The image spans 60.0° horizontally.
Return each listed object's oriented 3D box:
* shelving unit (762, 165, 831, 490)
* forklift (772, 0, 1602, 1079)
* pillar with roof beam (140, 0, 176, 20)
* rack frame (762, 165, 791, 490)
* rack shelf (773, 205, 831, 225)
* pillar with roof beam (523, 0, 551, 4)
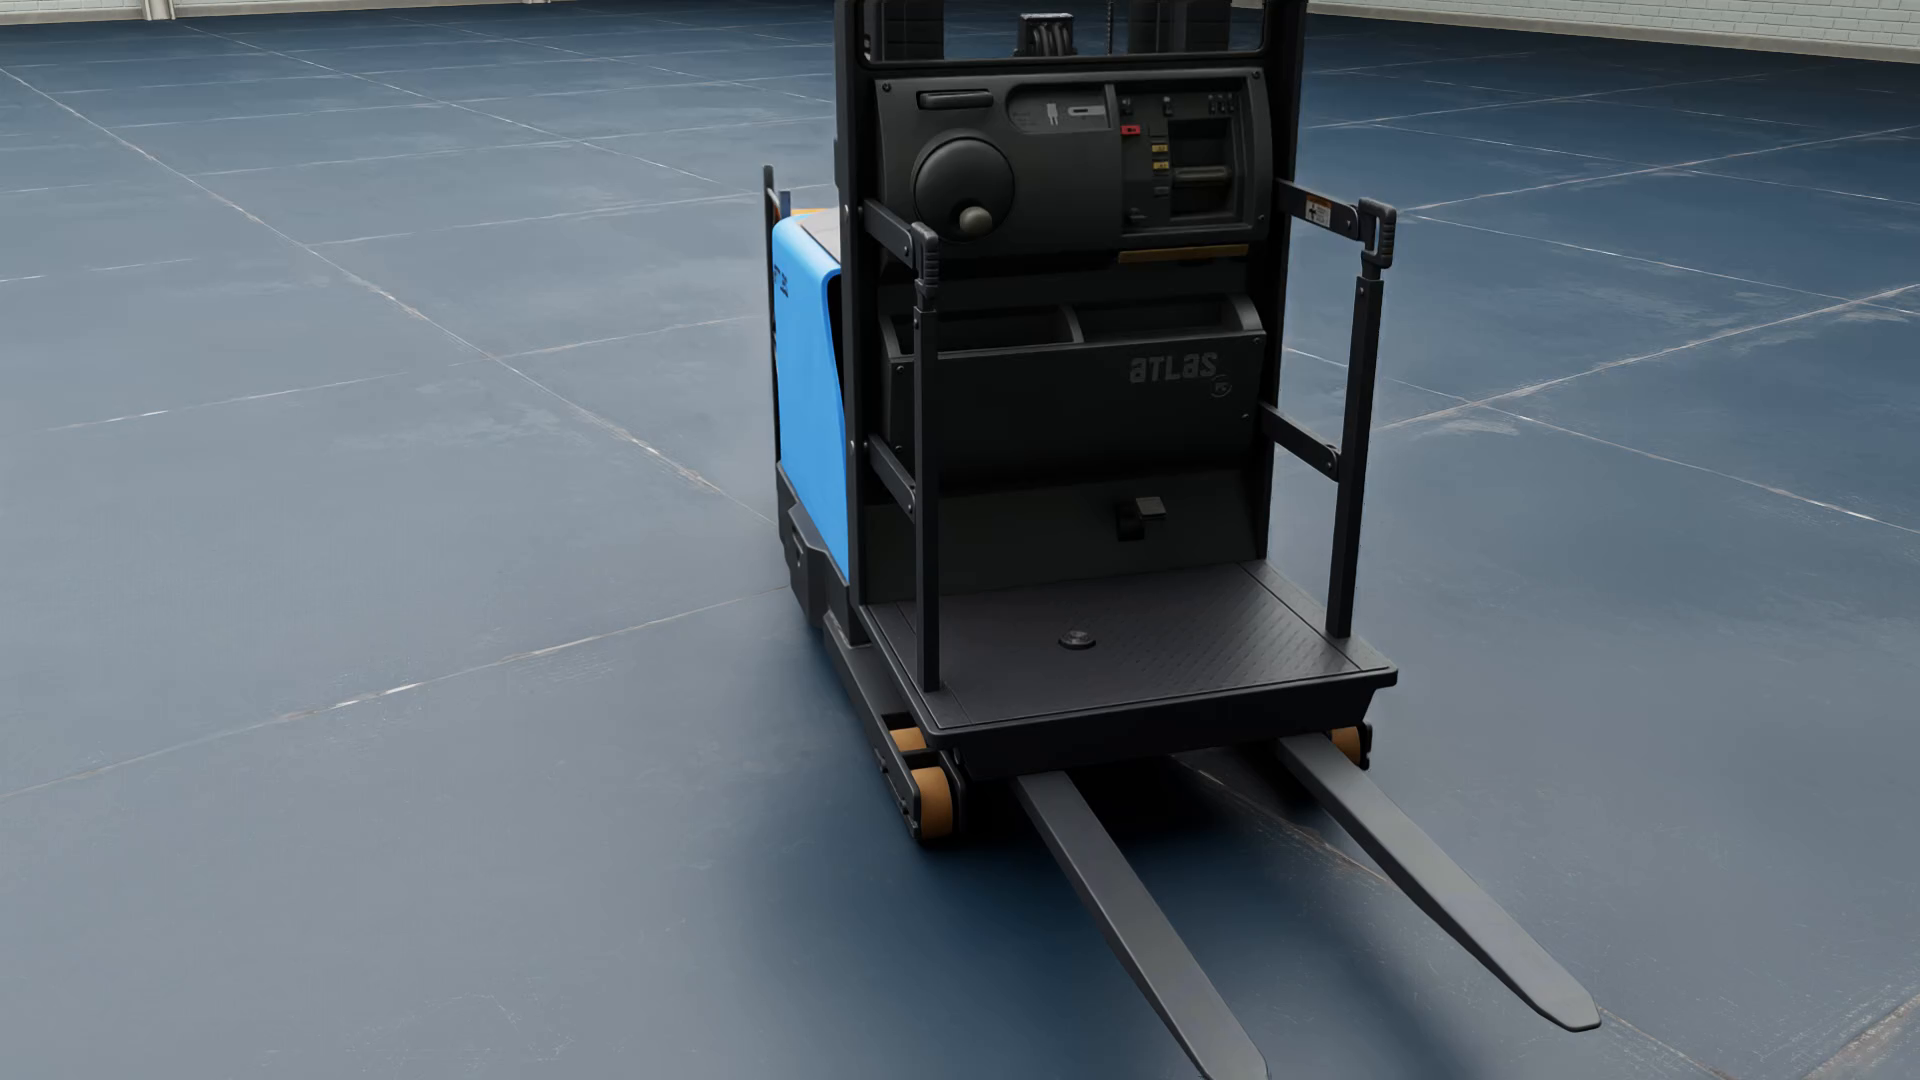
[{"bbox_3d":[-0.081,-0.655,5.520,1.048,1.125,0.538,-5,22,-12],"label":"shelving unit"},{"bbox_3d":[0.331,-0.852,3.576,1.130,2.935,3.031,-6,23,-15],"label":"forklift"},{"bbox_3d":[-9.585,-10.760,20.219,0.400,9.000,9.100,-15,26,-33],"label":"pillar with roof beam"},{"bbox_3d":[-0.577,-0.614,5.417,0.032,1.125,0.500,-5,22,-12],"label":"rack frame"},{"bbox_3d":[-0.081,-0.927,5.411,1.000,0.278,0.538,-5,22,-12],"label":"rack shelf"},{"bbox_3d":[-4.715,-12.059,23.474,0.400,9.000,9.100,-15,26,-33],"label":"pillar with roof beam"}]
